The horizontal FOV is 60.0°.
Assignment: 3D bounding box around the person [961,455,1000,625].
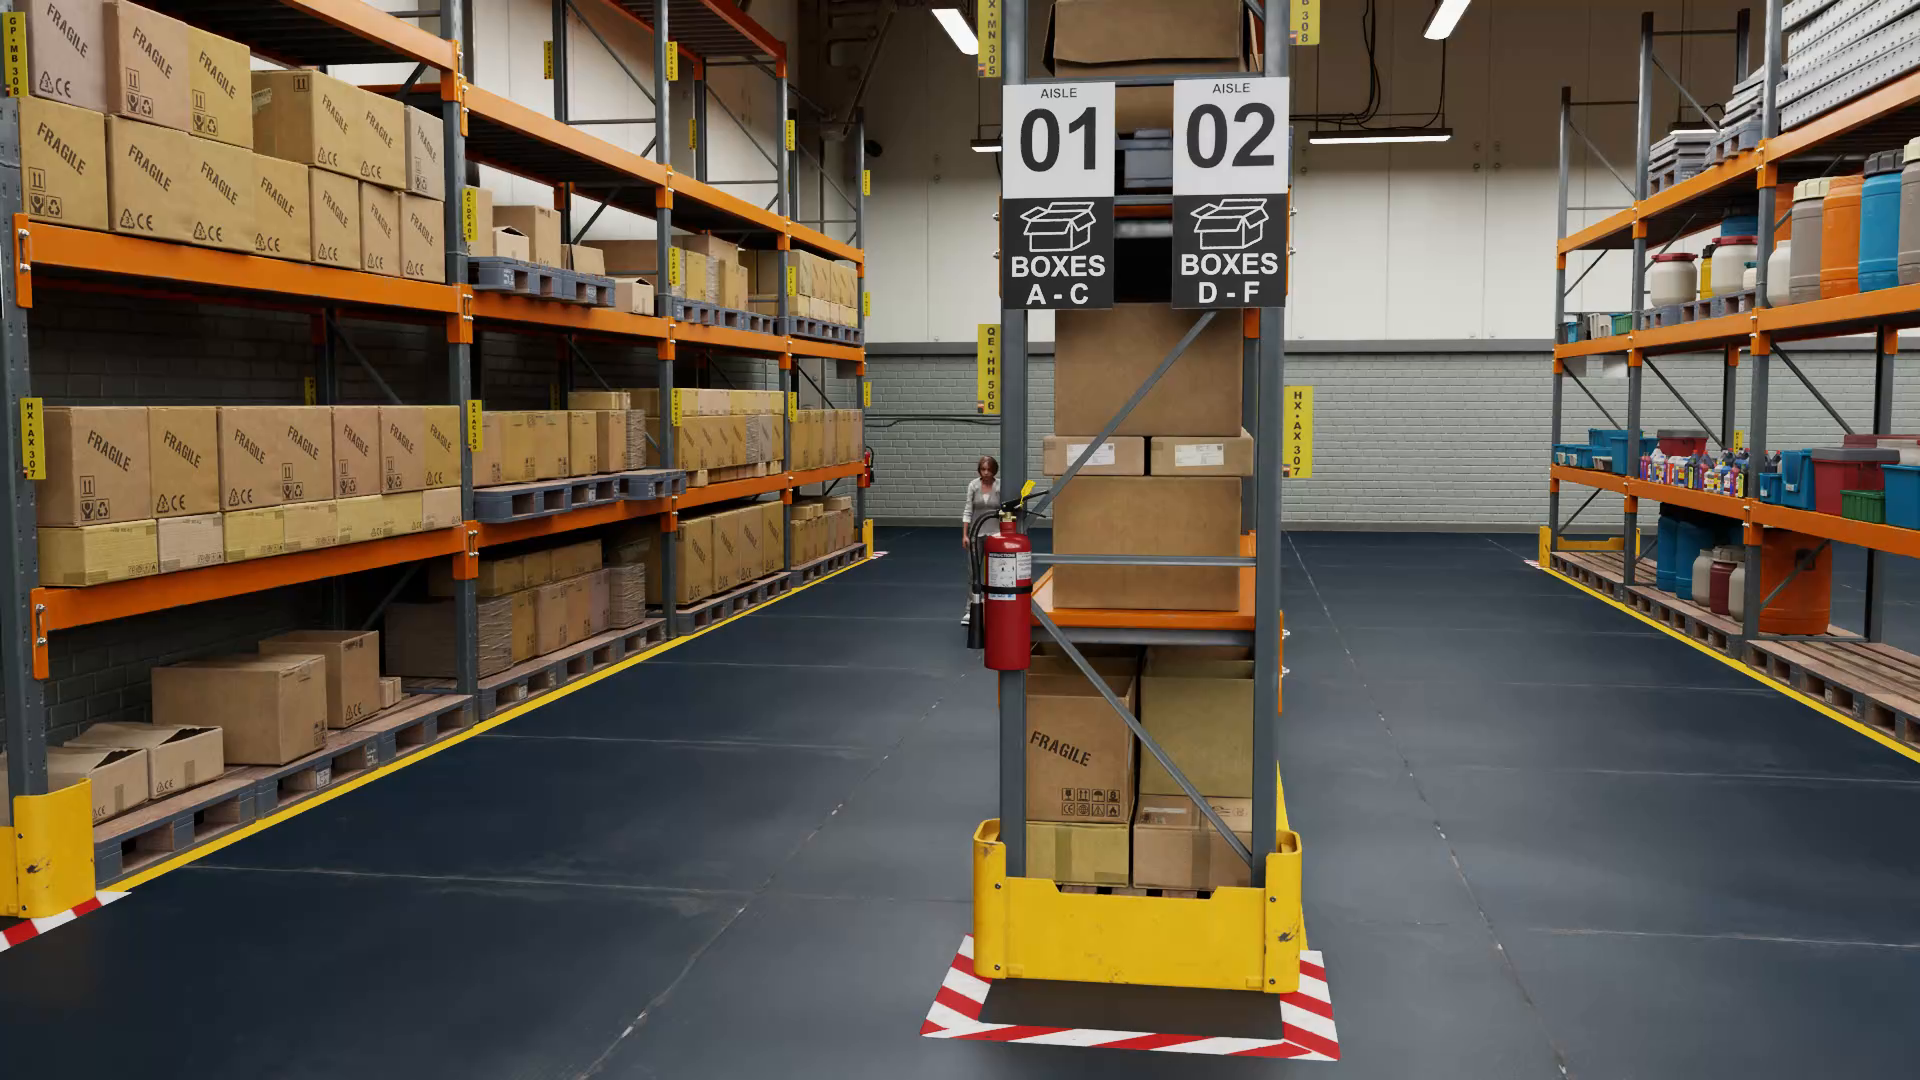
[{"bbox_3d":[0.253,-0.001,15.639,0.461,1.593,0.343,1,5,9],"label":"person"}]
